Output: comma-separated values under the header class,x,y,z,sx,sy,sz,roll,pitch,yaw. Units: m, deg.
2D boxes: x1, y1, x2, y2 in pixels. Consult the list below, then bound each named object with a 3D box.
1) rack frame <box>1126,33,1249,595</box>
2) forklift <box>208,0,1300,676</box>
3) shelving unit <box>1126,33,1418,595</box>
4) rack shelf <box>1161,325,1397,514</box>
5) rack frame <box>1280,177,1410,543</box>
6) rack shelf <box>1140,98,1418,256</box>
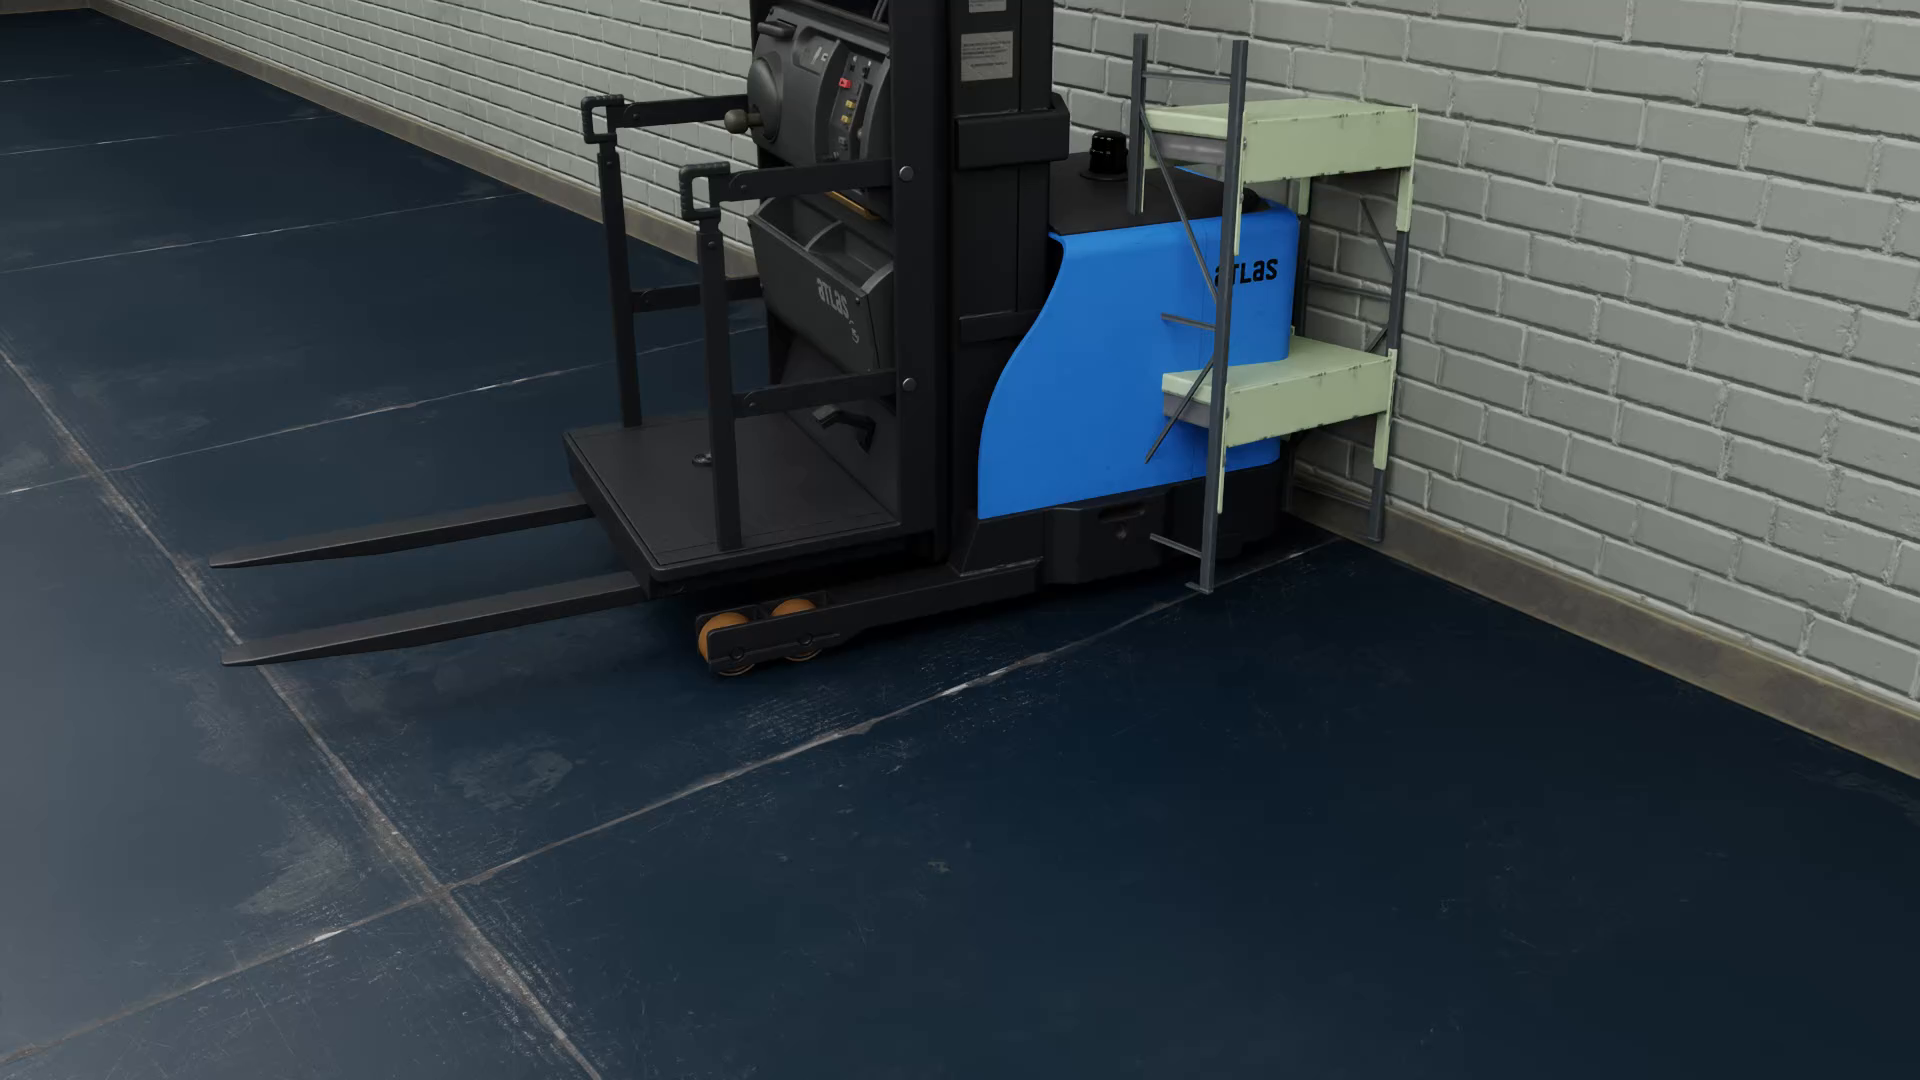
class,x,y,z,sx,sy,sz,roll,pitch,yaw
rack frame,0.592,-0.608,4.593,0.023,1.500,0.400,-14,24,-35
forklift,-0.571,-1.218,4.393,3.031,2.935,1.130,-11,27,-22
shelving unit,0.882,-0.680,4.804,0.755,1.500,0.431,-14,24,-35
rack shelf,0.879,-0.373,4.914,0.720,0.370,0.431,-14,24,-35
rack frame,1.172,-0.752,5.015,0.023,1.500,0.400,-14,24,-35
rack shelf,0.886,-1.048,4.673,0.720,0.370,0.431,-14,24,-35
